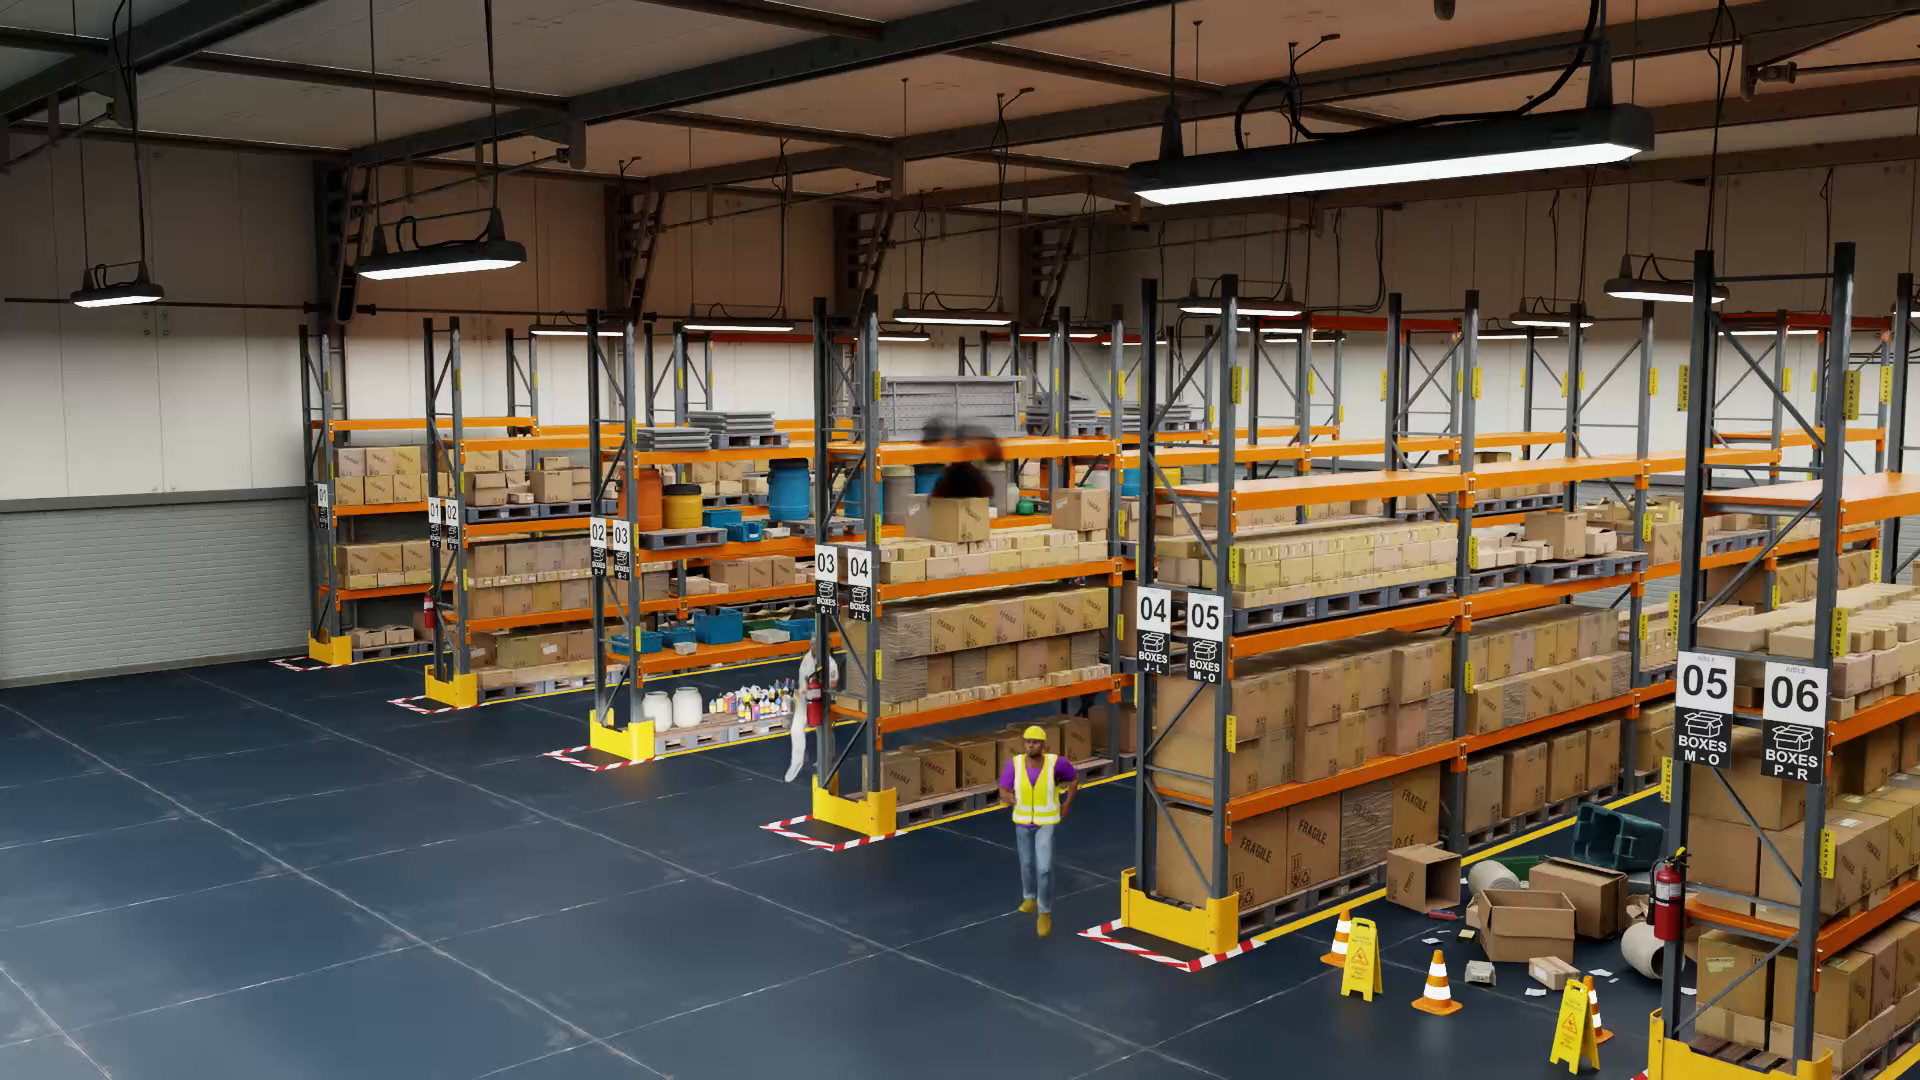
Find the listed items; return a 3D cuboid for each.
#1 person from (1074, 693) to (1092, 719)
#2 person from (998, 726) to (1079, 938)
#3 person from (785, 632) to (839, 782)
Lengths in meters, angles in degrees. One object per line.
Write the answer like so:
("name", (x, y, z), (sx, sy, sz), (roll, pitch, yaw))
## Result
("person", (1.886, 1.885, 24.755), (0.616, 1.606, 0.550), (5, 8, 42))
("person", (0.675, 2.579, 14.792), (0.681, 1.883, 0.718), (2, 6, 16))
("person", (-1.767, 2.033, 20.358), (0.664, 1.863, 0.773), (4, 7, 32))
